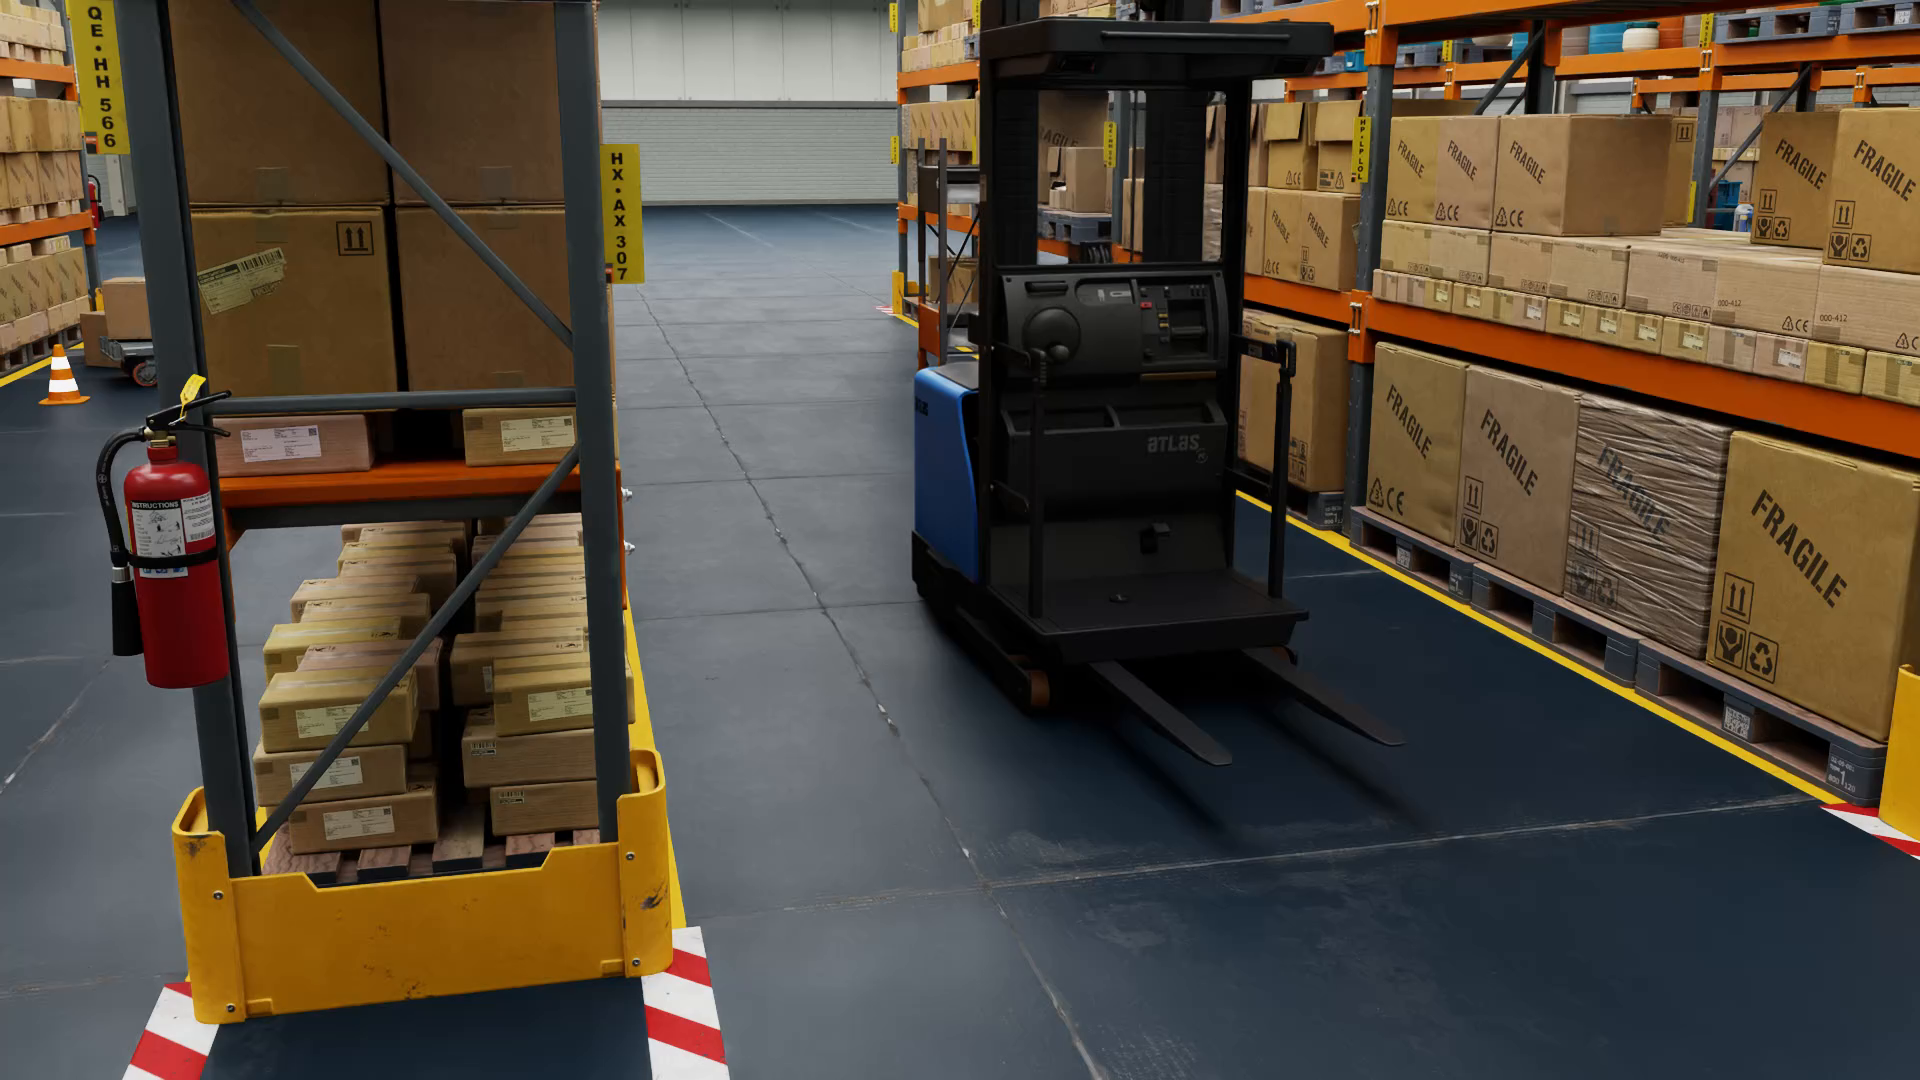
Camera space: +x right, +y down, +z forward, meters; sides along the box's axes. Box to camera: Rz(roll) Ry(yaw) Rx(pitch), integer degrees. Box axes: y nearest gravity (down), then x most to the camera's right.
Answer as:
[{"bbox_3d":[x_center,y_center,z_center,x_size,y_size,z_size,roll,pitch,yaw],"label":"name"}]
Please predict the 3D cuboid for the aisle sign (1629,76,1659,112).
[{"bbox_3d":[9.071,-6.078,22.009,0.394,0.787,0.004,-3,14,-13],"label":"aisle sign"}]

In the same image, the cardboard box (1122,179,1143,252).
[{"bbox_3d":[1.483,-2.342,11.982,0.500,0.500,0.500,-3,14,-12],"label":"cardboard box"}]

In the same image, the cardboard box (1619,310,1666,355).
[{"bbox_3d":[2.805,-0.812,6.461,0.380,0.149,0.250,-3,14,-13],"label":"cardboard box"}]

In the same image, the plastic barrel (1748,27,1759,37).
[{"bbox_3d":[6.340,-4.133,13.529,0.294,0.245,0.294,0,14,0],"label":"plastic barrel"}]

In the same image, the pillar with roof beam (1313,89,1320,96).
[{"bbox_3d":[5.383,-13.192,43.964,9.100,9.000,0.400,-3,14,-13],"label":"pillar with roof beam"}]

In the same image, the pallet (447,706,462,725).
[{"bbox_3d":[-1.790,0.545,6.252,1.003,0.211,1.213,-3,14,-13],"label":"pallet"}]

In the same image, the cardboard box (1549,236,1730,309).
[{"bbox_3d":[2.775,-1.098,6.791,0.500,0.250,0.500,-3,14,-13],"label":"cardboard box"}]

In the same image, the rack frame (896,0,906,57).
[{"bbox_3d":[-0.246,-7.181,19.357,1.000,3.000,0.127,-3,14,-13],"label":"rack frame"}]

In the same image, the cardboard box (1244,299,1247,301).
[{"bbox_3d":[1.977,-1.226,11.218,1.225,0.875,0.875,-3,14,-13],"label":"cardboard box"}]

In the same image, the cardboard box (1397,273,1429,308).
[{"bbox_3d":[2.380,-1.229,8.165,0.380,0.149,0.250,-4,14,-15],"label":"cardboard box"}]

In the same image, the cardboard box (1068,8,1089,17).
[{"bbox_3d":[1.153,-4.015,13.035,0.500,0.250,0.500,-3,14,-13],"label":"cardboard box"}]

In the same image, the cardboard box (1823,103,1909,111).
[{"bbox_3d":[10.213,-4.676,18.800,0.700,0.500,0.500,-3,14,-13],"label":"cardboard box"}]

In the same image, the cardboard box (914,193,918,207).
[{"bbox_3d":[-0.326,-3.948,19.295,0.380,0.149,0.250,-3,14,-13],"label":"cardboard box"}]

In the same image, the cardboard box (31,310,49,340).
[{"bbox_3d":[-9.079,-2.055,15.928,0.500,0.250,0.500,-3,14,-14],"label":"cardboard box"}]

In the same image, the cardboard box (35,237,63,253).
[{"bbox_3d":[-9.230,-2.952,16.652,0.380,0.149,0.250,-3,14,-12],"label":"cardboard box"}]

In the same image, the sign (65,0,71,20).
[{"bbox_3d":[-9.335,-5.627,17.455,0.100,0.325,0.005,-3,14,-13],"label":"sign"}]

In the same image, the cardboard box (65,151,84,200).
[{"bbox_3d":[-9.483,-3.797,17.311,0.500,0.500,0.500,-4,14,-14],"label":"cardboard box"}]

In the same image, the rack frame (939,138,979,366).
[{"bbox_3d":[0.096,-0.926,8.291,0.400,2.100,0.015,-3,14,-13],"label":"rack frame"}]

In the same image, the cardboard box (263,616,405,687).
[{"bbox_3d":[-1.891,0.348,5.051,0.380,0.149,0.250,-4,14,-14],"label":"cardboard box"}]

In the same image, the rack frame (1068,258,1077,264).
[{"bbox_3d":[0.694,-3.343,16.292,1.000,3.000,0.127,-3,14,-13],"label":"rack frame"}]

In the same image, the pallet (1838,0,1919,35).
[{"bbox_3d":[6.838,-3.576,11.323,1.003,0.211,1.213,-3,14,-13],"label":"pallet"}]

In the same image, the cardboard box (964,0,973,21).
[{"bbox_3d":[0.340,-5.326,16.196,0.500,0.500,0.500,-4,14,-15],"label":"cardboard box"}]

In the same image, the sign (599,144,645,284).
[{"bbox_3d":[-0.806,-0.773,3.946,0.100,0.325,0.005,-3,14,-13],"label":"sign"}]

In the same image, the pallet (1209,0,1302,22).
[{"bbox_3d":[2.101,-3.383,10.530,1.003,0.211,1.213,-3,14,-11],"label":"pallet"}]

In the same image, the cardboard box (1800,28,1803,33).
[{"bbox_3d":[10.059,-6.061,19.698,0.797,0.503,0.637,-2,14,-7],"label":"cardboard box"}]

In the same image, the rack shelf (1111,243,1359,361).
[{"bbox_3d":[2.103,-1.610,10.712,1.077,0.370,4.000,-3,14,-13],"label":"rack shelf"}]

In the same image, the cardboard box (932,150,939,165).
[{"bbox_3d":[0.166,-4.104,18.570,0.875,0.500,0.500,-3,14,-13],"label":"cardboard box"}]

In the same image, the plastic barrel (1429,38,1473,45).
[{"bbox_3d":[5.378,-5.760,17.921,0.600,0.901,0.708,-3,14,-13],"label":"plastic barrel"}]

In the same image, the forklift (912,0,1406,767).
[{"bbox_3d":[0.680,-0.847,6.354,1.129,2.867,3.031,-4,14,-16],"label":"forklift"}]

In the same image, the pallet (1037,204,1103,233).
[{"bbox_3d":[1.128,-2.782,14.398,1.003,0.211,1.213,-3,14,-13],"label":"pallet"}]

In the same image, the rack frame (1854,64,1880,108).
[{"bbox_3d":[10.324,-3.895,18.549,1.000,3.000,0.127,-3,14,-13],"label":"rack frame"}]

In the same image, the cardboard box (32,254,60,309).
[{"bbox_3d":[-9.200,-2.539,16.329,0.500,0.500,0.500,-4,14,-15],"label":"cardboard box"}]

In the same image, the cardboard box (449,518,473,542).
[{"bbox_3d":[-2.195,-0.081,6.805,0.380,0.149,0.250,-4,14,-15],"label":"cardboard box"}]

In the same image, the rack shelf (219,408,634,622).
[{"bbox_3d":[-1.803,-0.434,5.899,1.077,0.370,4.000,-3,14,-13],"label":"rack shelf"}]

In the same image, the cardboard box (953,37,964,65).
[{"bbox_3d":[0.220,-4.939,16.820,0.500,0.250,0.500,-3,14,-12],"label":"cardboard box"}]

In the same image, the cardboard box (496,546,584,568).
[{"bbox_3d":[-1.454,0.128,5.953,0.380,0.149,0.250,-3,14,-12],"label":"cardboard box"}]

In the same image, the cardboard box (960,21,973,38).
[{"bbox_3d":[0.219,-5.100,16.638,0.380,0.149,0.250,-4,14,-16],"label":"cardboard box"}]

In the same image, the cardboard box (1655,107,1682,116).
[{"bbox_3d":[9.494,-5.376,21.666,0.700,0.500,0.500,-3,14,-13],"label":"cardboard box"}]

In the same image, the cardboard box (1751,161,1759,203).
[{"bbox_3d":[9.969,-4.283,19.925,0.700,0.500,0.500,-3,14,-12],"label":"cardboard box"}]

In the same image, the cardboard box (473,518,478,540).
[{"bbox_3d":[-2.260,0.001,7.099,0.380,0.149,0.250,-3,14,-14],"label":"cardboard box"}]

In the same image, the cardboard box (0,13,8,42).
[{"bbox_3d":[-9.012,-4.671,15.096,0.500,0.250,0.500,-3,14,-13],"label":"cardboard box"}]

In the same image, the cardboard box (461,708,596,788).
[{"bbox_3d":[-1.207,0.579,4.731,0.380,0.149,0.250,-3,14,-11],"label":"cardboard box"}]

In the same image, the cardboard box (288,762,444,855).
[{"bbox_3d":[-1.659,0.749,4.663,0.380,0.149,0.250,-3,14,-12],"label":"cardboard box"}]

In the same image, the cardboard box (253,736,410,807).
[{"bbox_3d":[-1.735,0.609,4.611,0.380,0.149,0.250,-4,14,-15],"label":"cardboard box"}]

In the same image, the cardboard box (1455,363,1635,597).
[{"bbox_3d":[2.861,-0.305,7.449,0.875,0.875,0.875,-3,14,-13],"label":"cardboard box"}]

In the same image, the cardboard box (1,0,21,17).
[{"bbox_3d":[-9.119,-5.023,15.695,0.380,0.149,0.250,-3,14,-12],"label":"cardboard box"}]

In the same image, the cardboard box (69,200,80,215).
[{"bbox_3d":[-9.416,-3.465,17.320,0.380,0.149,0.250,-3,14,-14],"label":"cardboard box"}]

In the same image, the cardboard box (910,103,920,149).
[{"bbox_3d":[-0.271,-4.687,18.848,0.500,0.500,0.500,-3,14,-13],"label":"cardboard box"}]

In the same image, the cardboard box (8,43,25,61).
[{"bbox_3d":[-9.119,-4.630,15.769,0.380,0.149,0.250,-3,14,-14],"label":"cardboard box"}]

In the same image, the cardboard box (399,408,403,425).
[{"bbox_3d":[-1.780,-0.376,4.675,0.380,0.149,0.250,-3,14,-14],"label":"cardboard box"}]

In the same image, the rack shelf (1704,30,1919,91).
[{"bbox_3d":[6.917,-3.343,11.486,1.077,0.370,4.000,-3,14,-13],"label":"rack shelf"}]

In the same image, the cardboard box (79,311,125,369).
[{"bbox_3d":[-7.868,-1.901,15.650,0.500,0.500,0.500,7,15,26],"label":"cardboard box"}]

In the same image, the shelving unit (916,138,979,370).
[{"bbox_3d":[0.039,-0.982,8.522,0.431,2.100,0.503,-3,14,-13],"label":"shelving unit"}]

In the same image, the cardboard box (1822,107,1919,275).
[{"bbox_3d":[3.142,-1.109,5.255,0.500,0.500,0.500,-3,14,-12],"label":"cardboard box"}]
